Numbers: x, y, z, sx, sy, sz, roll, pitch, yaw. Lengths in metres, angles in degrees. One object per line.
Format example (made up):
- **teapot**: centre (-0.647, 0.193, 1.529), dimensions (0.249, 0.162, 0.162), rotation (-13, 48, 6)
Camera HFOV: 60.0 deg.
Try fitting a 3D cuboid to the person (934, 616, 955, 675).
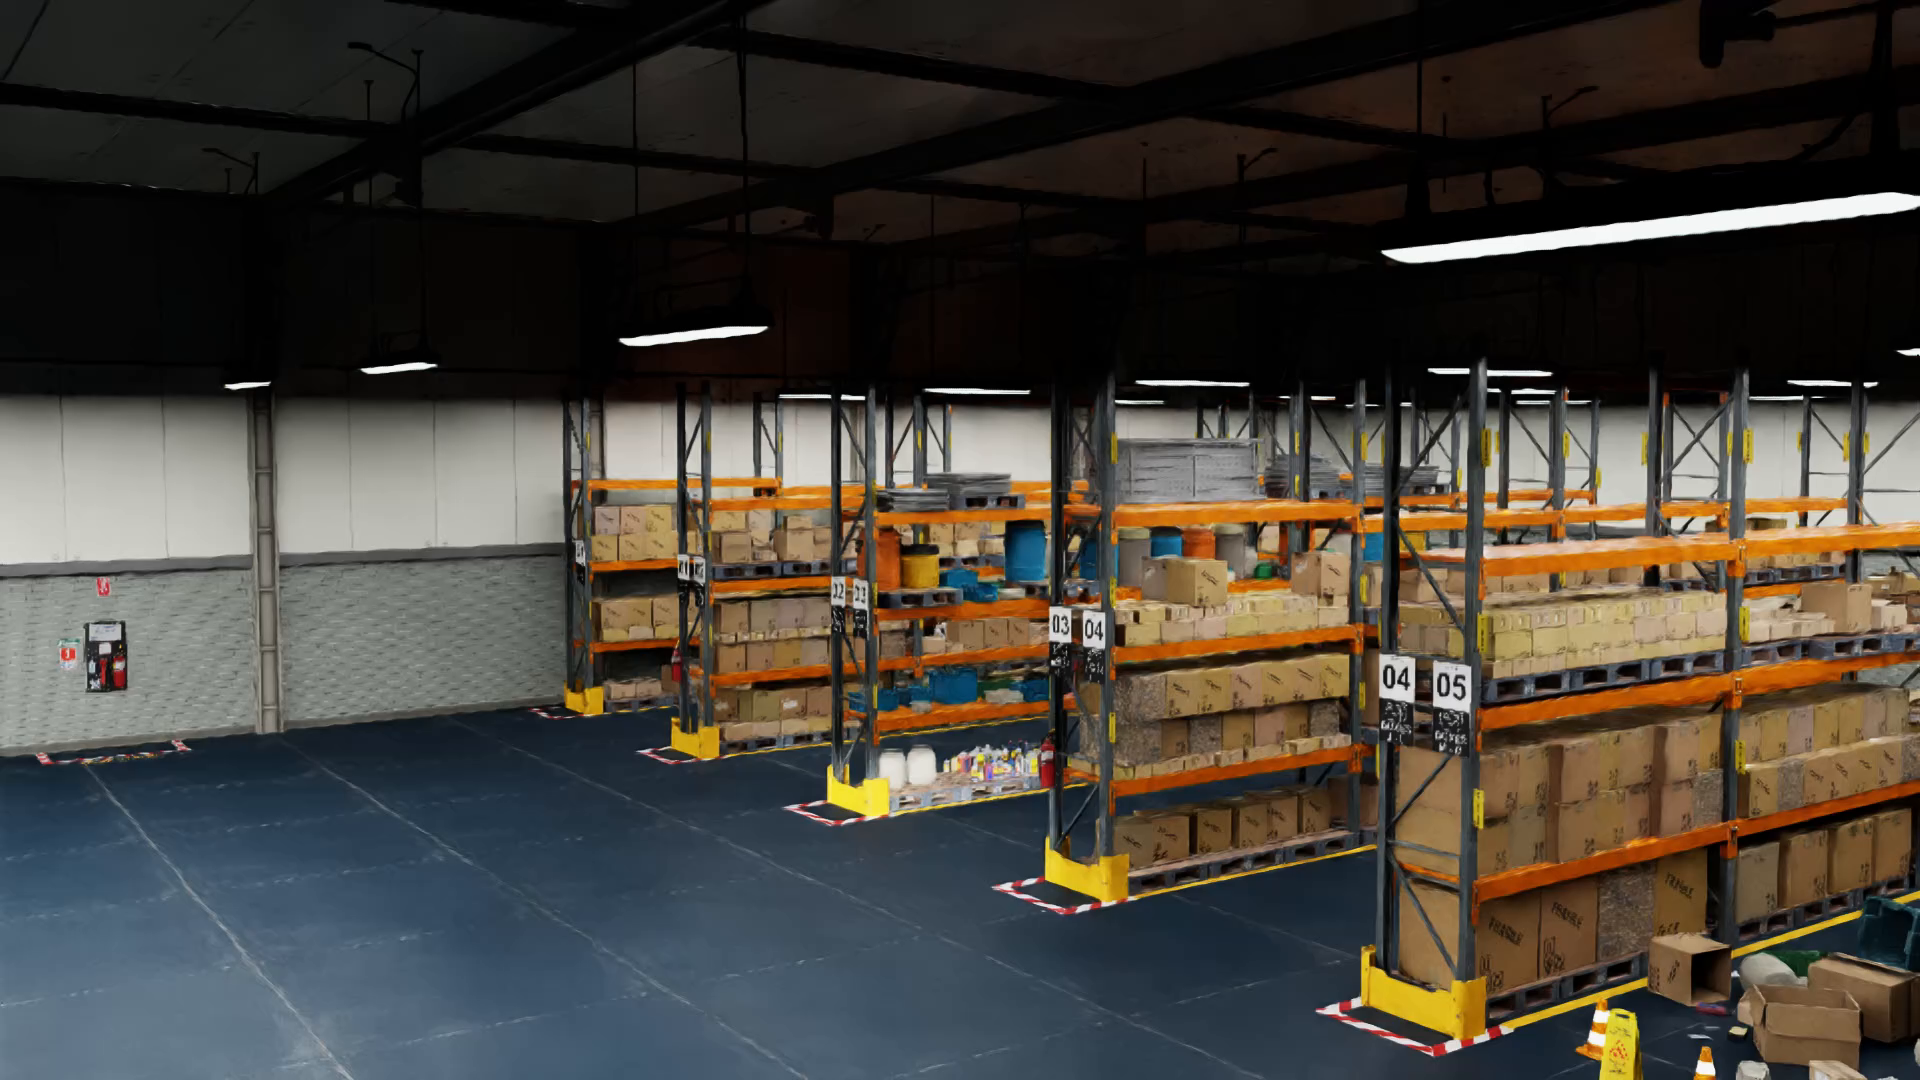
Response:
- **person**: centre (-0.300, 2.206, 33.528), dimensions (0.498, 1.632, 0.639), rotation (-3, 5, -36)
